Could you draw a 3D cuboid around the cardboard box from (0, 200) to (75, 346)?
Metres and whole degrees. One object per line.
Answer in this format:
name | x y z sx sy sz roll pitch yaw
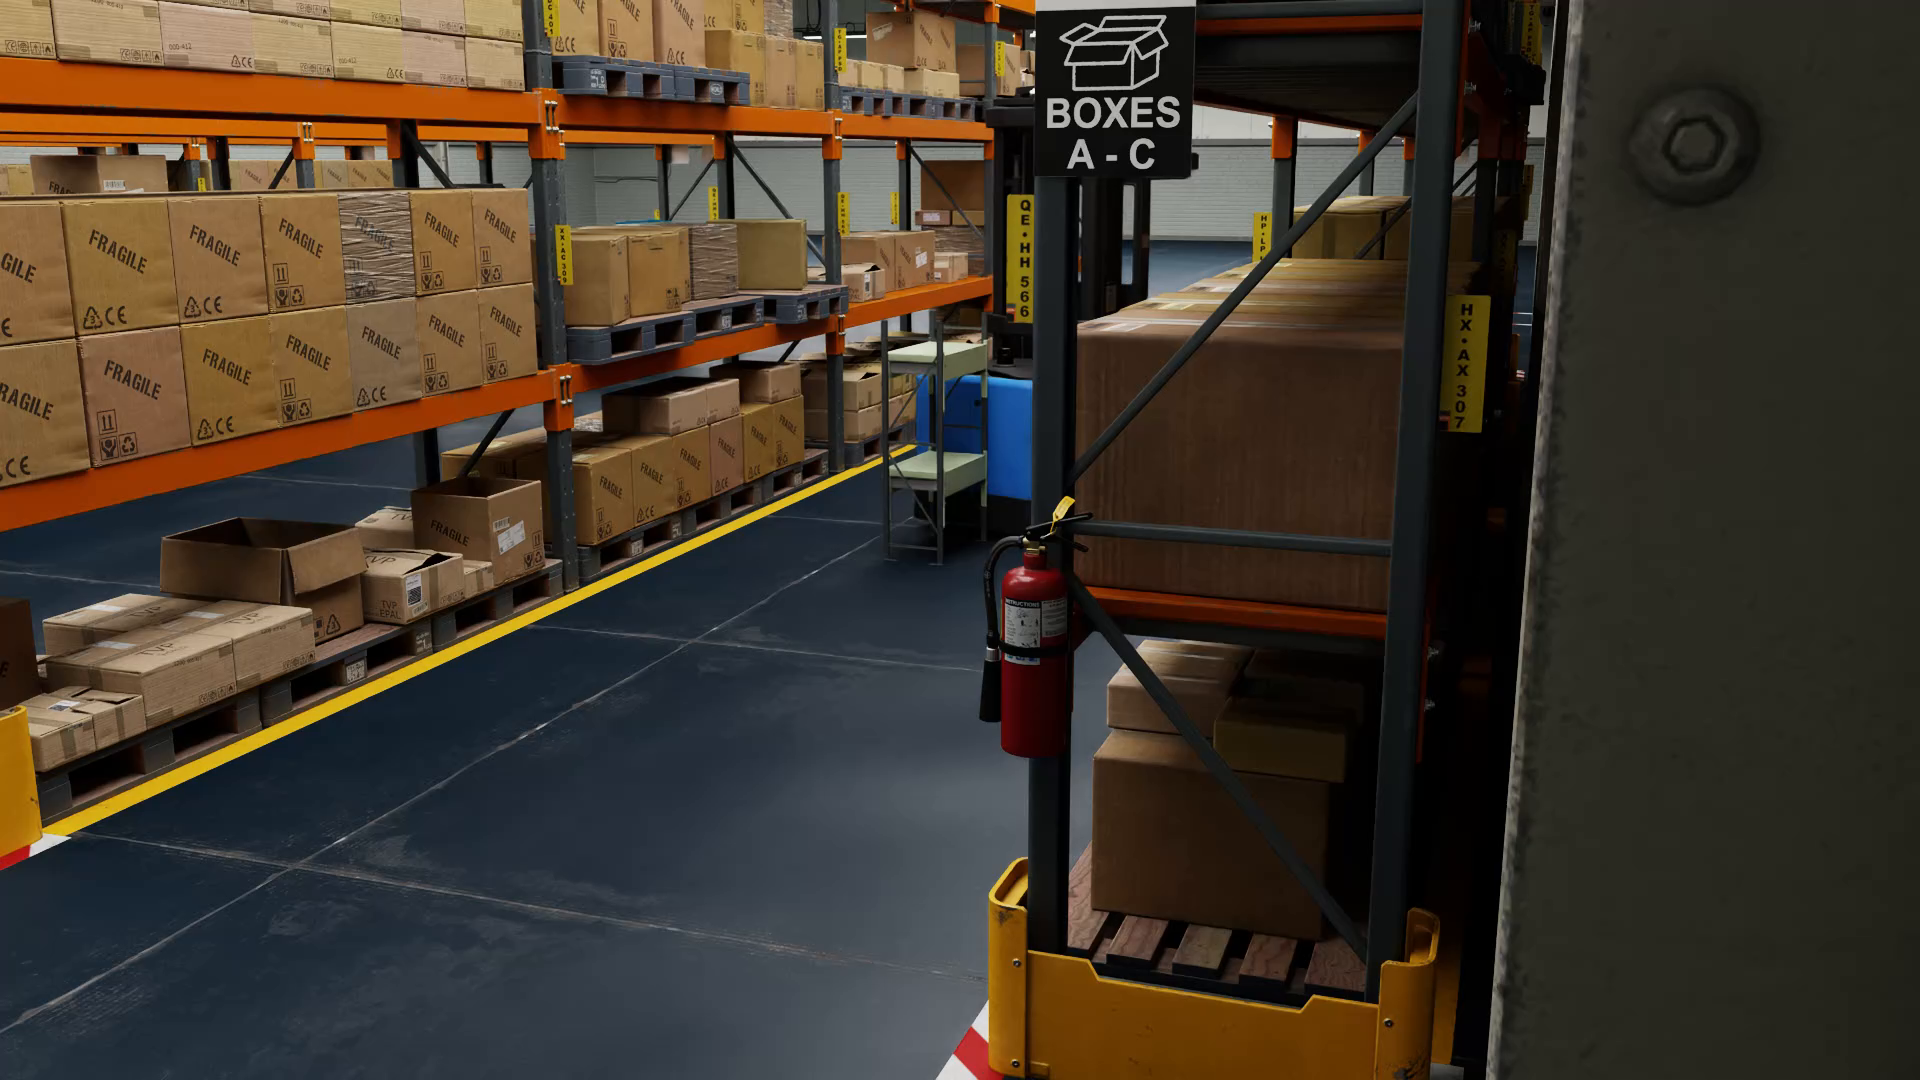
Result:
cardboard box | -3.618 -0.966 6.007 0.500 0.500 0.500 5 14 20

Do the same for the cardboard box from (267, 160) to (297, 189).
cardboard box | -8.792 -4.564 21.104 0.500 0.500 0.500 4 14 18

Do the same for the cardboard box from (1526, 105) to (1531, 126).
cardboard box | 5.821 -4.678 17.732 0.500 0.500 0.500 4 14 19

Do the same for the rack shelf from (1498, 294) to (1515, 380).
rack shelf | 3.913 -1.754 13.549 1.077 0.370 4.000 4 14 18

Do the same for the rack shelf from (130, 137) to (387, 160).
rack shelf | -8.854 -5.129 21.593 1.077 0.370 4.000 4 14 18

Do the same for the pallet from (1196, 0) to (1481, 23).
pallet | 0.907 -1.576 4.608 1.003 0.211 1.213 4 14 18

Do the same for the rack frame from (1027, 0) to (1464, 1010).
rack frame | 0.677 0.001 4.244 1.000 3.000 0.127 4 14 18

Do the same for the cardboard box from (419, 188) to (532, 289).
cardboard box | -2.636 -1.609 8.823 0.500 0.500 0.500 4 14 19

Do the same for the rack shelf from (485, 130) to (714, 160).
rack shelf | -4.167 -4.772 20.030 1.077 0.370 4.000 4 14 18

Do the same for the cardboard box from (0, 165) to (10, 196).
cardboard box | -13.637 -4.877 22.851 0.875 0.550 0.550 4 14 18

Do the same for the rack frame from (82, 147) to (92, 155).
rack frame | -12.867 -4.816 25.349 1.000 3.000 0.127 4 14 18

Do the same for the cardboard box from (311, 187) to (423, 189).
cardboard box | -3.136 -1.655 9.025 0.500 0.500 0.500 5 14 20

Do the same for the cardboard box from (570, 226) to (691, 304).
cardboard box | -2.204 -1.827 11.085 0.700 0.500 0.500 1 13 4

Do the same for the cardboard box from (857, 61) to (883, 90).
cardboard box | -0.981 -3.965 14.269 0.500 0.250 0.500 4 13 17

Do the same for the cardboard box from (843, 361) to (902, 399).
cardboard box | -0.814 -1.378 14.258 0.500 0.311 0.500 4 13 17

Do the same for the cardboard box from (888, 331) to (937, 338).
cardboard box | -0.498 -1.950 16.767 0.500 0.311 0.500 4 14 19

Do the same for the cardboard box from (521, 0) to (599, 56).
cardboard box | -2.484 -3.063 9.532 0.600 0.600 0.600 3 13 13

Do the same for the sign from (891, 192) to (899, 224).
sign | -0.654 -3.382 16.942 0.100 0.325 0.005 4 14 18

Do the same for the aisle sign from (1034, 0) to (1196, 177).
aisle sign | 0.370 -1.273 3.983 0.394 0.787 0.004 4 14 18

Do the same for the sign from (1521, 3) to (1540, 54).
sign | 3.788 -3.395 11.041 0.100 0.325 0.005 4 14 18

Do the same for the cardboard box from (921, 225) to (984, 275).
cardboard box | 0.009 -3.024 17.273 0.700 0.500 0.500 4 13 17

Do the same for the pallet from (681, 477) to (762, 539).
pallet | -2.097 -0.270 11.695 1.003 0.211 1.213 4 14 18

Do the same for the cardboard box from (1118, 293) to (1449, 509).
cardboard box | 1.058 -0.408 5.359 0.980 0.700 0.700 4 14 18

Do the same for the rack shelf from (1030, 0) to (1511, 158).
rack shelf | 1.324 -1.532 5.835 1.077 0.370 4.000 4 14 18

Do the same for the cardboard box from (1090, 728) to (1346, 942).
cardboard box | 0.809 0.860 5.153 0.700 0.500 0.500 4 14 18

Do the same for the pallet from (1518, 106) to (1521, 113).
pallet | 3.927 -3.556 13.508 1.213 0.211 1.003 4 14 18

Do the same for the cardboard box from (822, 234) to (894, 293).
cardboard box | -0.895 -2.443 14.725 0.500 0.500 0.500 4 13 15

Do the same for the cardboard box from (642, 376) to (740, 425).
cardboard box | -1.845 -0.959 11.394 0.500 0.250 0.500 4 13 17

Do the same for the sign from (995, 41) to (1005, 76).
sign | 0.388 -4.713 16.285 0.100 0.325 0.005 4 14 18

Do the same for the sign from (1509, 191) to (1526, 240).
sign | 3.792 -2.209 11.323 0.100 0.325 0.005 4 14 18

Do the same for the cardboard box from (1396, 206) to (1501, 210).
cardboard box | 2.530 -1.599 8.631 0.500 0.250 0.500 5 14 19

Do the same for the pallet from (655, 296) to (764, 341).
pallet | -2.048 -1.536 11.409 1.003 0.211 1.213 4 14 18

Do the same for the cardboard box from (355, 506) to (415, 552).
cardboard box | -3.058 -0.028 9.425 0.500 0.311 0.500 4 14 18

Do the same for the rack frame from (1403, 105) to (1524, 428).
rack frame | 4.560 -2.526 15.314 1.000 3.000 0.127 4 14 18

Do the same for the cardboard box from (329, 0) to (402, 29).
cardboard box | -2.946 -2.498 7.666 0.500 0.250 0.500 4 14 18

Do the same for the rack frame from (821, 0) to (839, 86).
rack frame | -1.423 -4.964 12.516 1.000 3.000 0.127 4 14 18

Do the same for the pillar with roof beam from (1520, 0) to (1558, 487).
pillar with roof beam | 0.431 -5.130 13.241 9.100 9.000 0.400 4 14 18

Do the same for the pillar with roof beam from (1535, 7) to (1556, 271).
pillar with roof beam | 8.197 -10.183 35.381 9.100 9.000 0.400 4 14 18

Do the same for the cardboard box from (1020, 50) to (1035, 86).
cardboard box | 0.524 -5.005 17.945 0.797 0.503 0.637 6 14 25

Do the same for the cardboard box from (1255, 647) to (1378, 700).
cardboard box | 1.202 0.425 5.601 0.380 0.149 0.250 4 14 19

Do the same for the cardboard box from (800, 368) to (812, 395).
cardboard box | -1.486 -1.305 13.941 0.500 0.311 0.500 5 14 20

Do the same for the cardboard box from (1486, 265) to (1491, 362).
cardboard box | 2.359 -1.124 8.233 0.500 0.500 0.500 4 13 16

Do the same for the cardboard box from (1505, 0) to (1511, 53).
cardboard box | 2.702 -2.967 9.293 0.700 0.500 0.500 4 14 18

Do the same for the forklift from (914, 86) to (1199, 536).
forklift | 0.989 -1.711 11.898 1.130 2.935 3.031 10 16 37

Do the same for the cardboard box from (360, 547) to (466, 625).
cardboard box | -2.876 0.197 8.437 0.500 0.311 0.500 4 14 18

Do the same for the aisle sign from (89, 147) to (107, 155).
aisle sign | -13.128 -6.120 25.220 0.394 0.787 0.004 4 14 18

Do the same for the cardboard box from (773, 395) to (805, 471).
cardboard box | -1.503 -0.822 12.476 0.500 0.500 0.500 5 14 21

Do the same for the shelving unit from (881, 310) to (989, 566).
shelving unit | -0.151 -0.662 10.518 0.431 1.500 0.755 5 14 22

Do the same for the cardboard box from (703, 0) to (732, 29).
cardboard box | -1.900 -3.732 11.386 0.500 0.500 0.500 4 14 18

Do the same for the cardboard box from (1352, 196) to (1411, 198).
cardboard box | 2.865 -2.170 11.130 0.500 0.250 0.500 5 14 20

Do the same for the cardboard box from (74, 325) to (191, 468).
cardboard box | -3.456 -0.587 6.596 0.500 0.500 0.500 4 14 18

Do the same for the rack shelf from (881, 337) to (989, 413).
rack shelf | -0.151 -1.042 10.431 0.431 0.370 0.720 5 14 22

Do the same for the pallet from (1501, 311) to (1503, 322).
pallet | 3.395 -1.748 12.336 1.213 0.211 1.003 4 14 18

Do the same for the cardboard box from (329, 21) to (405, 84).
cardboard box | -2.948 -2.255 7.722 0.500 0.250 0.500 4 14 18
